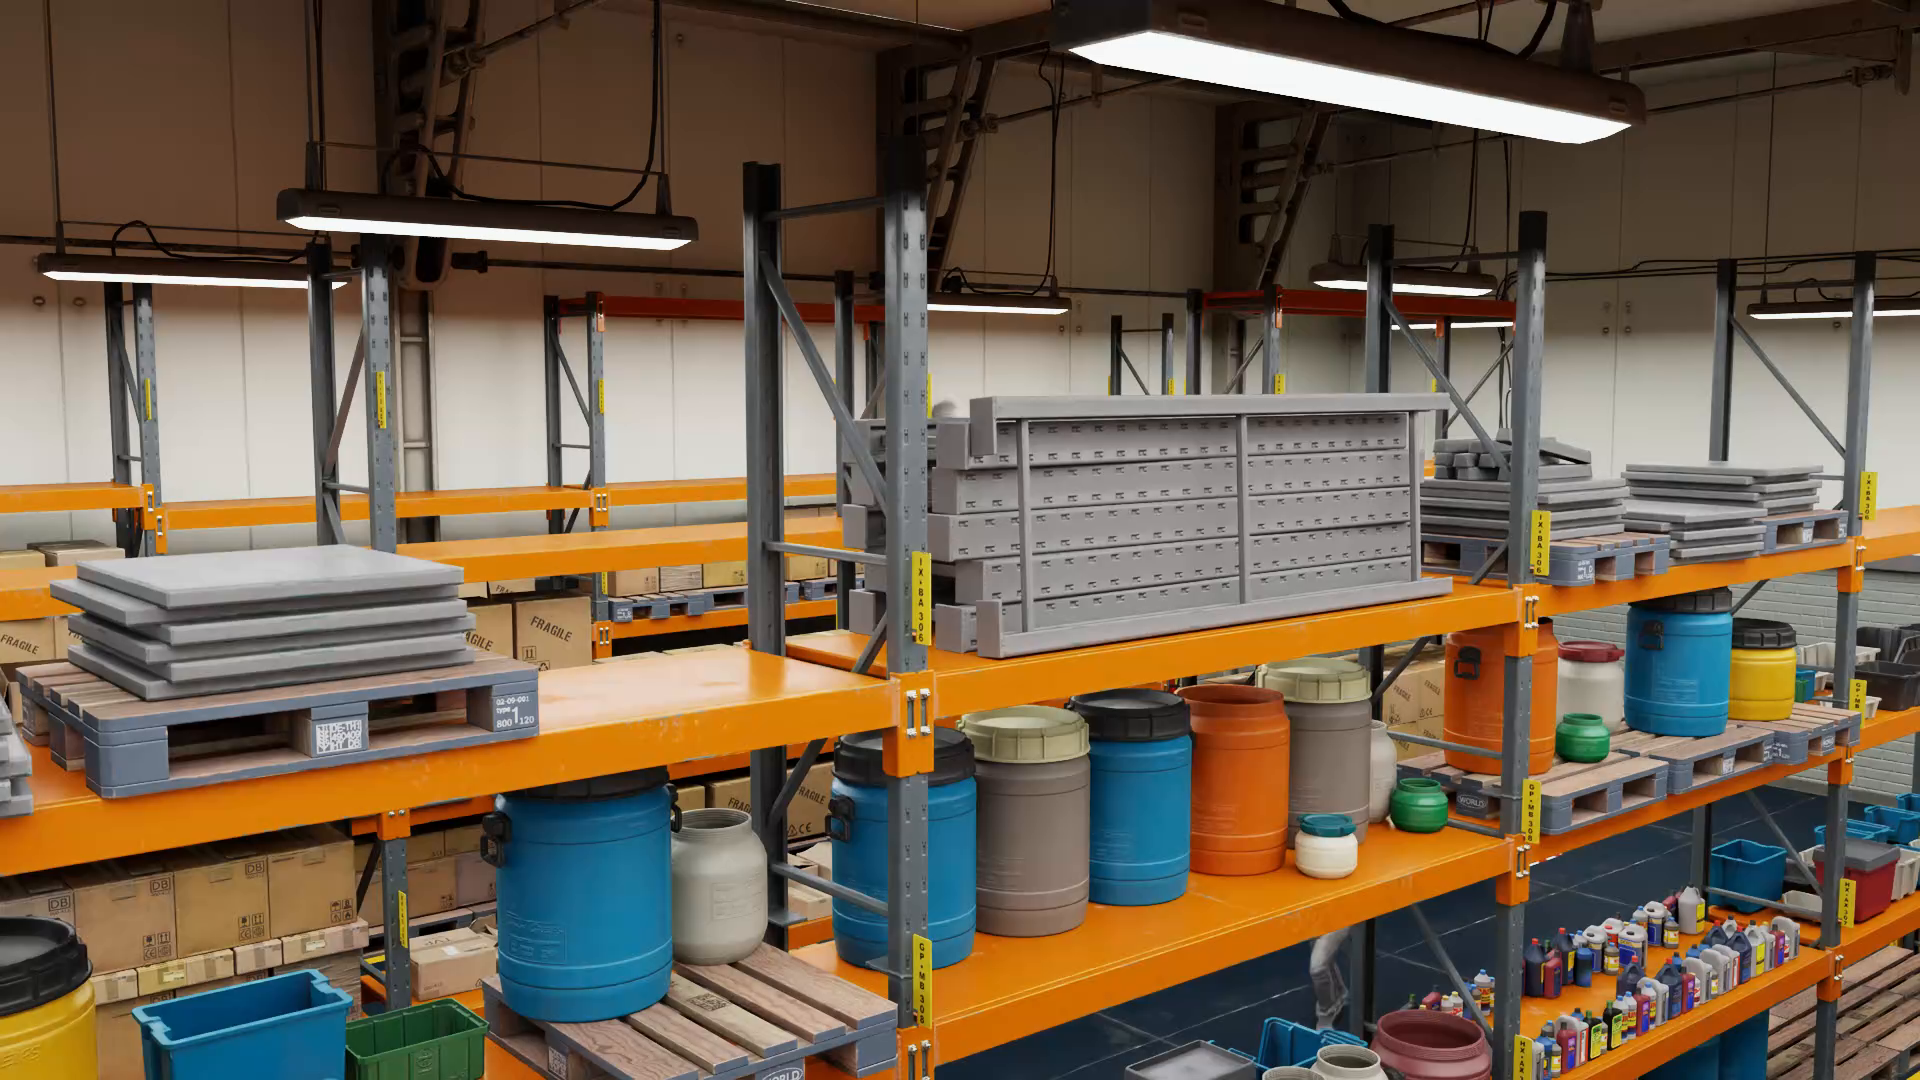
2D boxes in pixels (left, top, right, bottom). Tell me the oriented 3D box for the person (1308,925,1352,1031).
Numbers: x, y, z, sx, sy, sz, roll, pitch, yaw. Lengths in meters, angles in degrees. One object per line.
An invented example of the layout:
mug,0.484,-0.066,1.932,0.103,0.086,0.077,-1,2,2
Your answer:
person,2.889,3.021,13.216,0.803,1.810,0.604,-5,7,-41
